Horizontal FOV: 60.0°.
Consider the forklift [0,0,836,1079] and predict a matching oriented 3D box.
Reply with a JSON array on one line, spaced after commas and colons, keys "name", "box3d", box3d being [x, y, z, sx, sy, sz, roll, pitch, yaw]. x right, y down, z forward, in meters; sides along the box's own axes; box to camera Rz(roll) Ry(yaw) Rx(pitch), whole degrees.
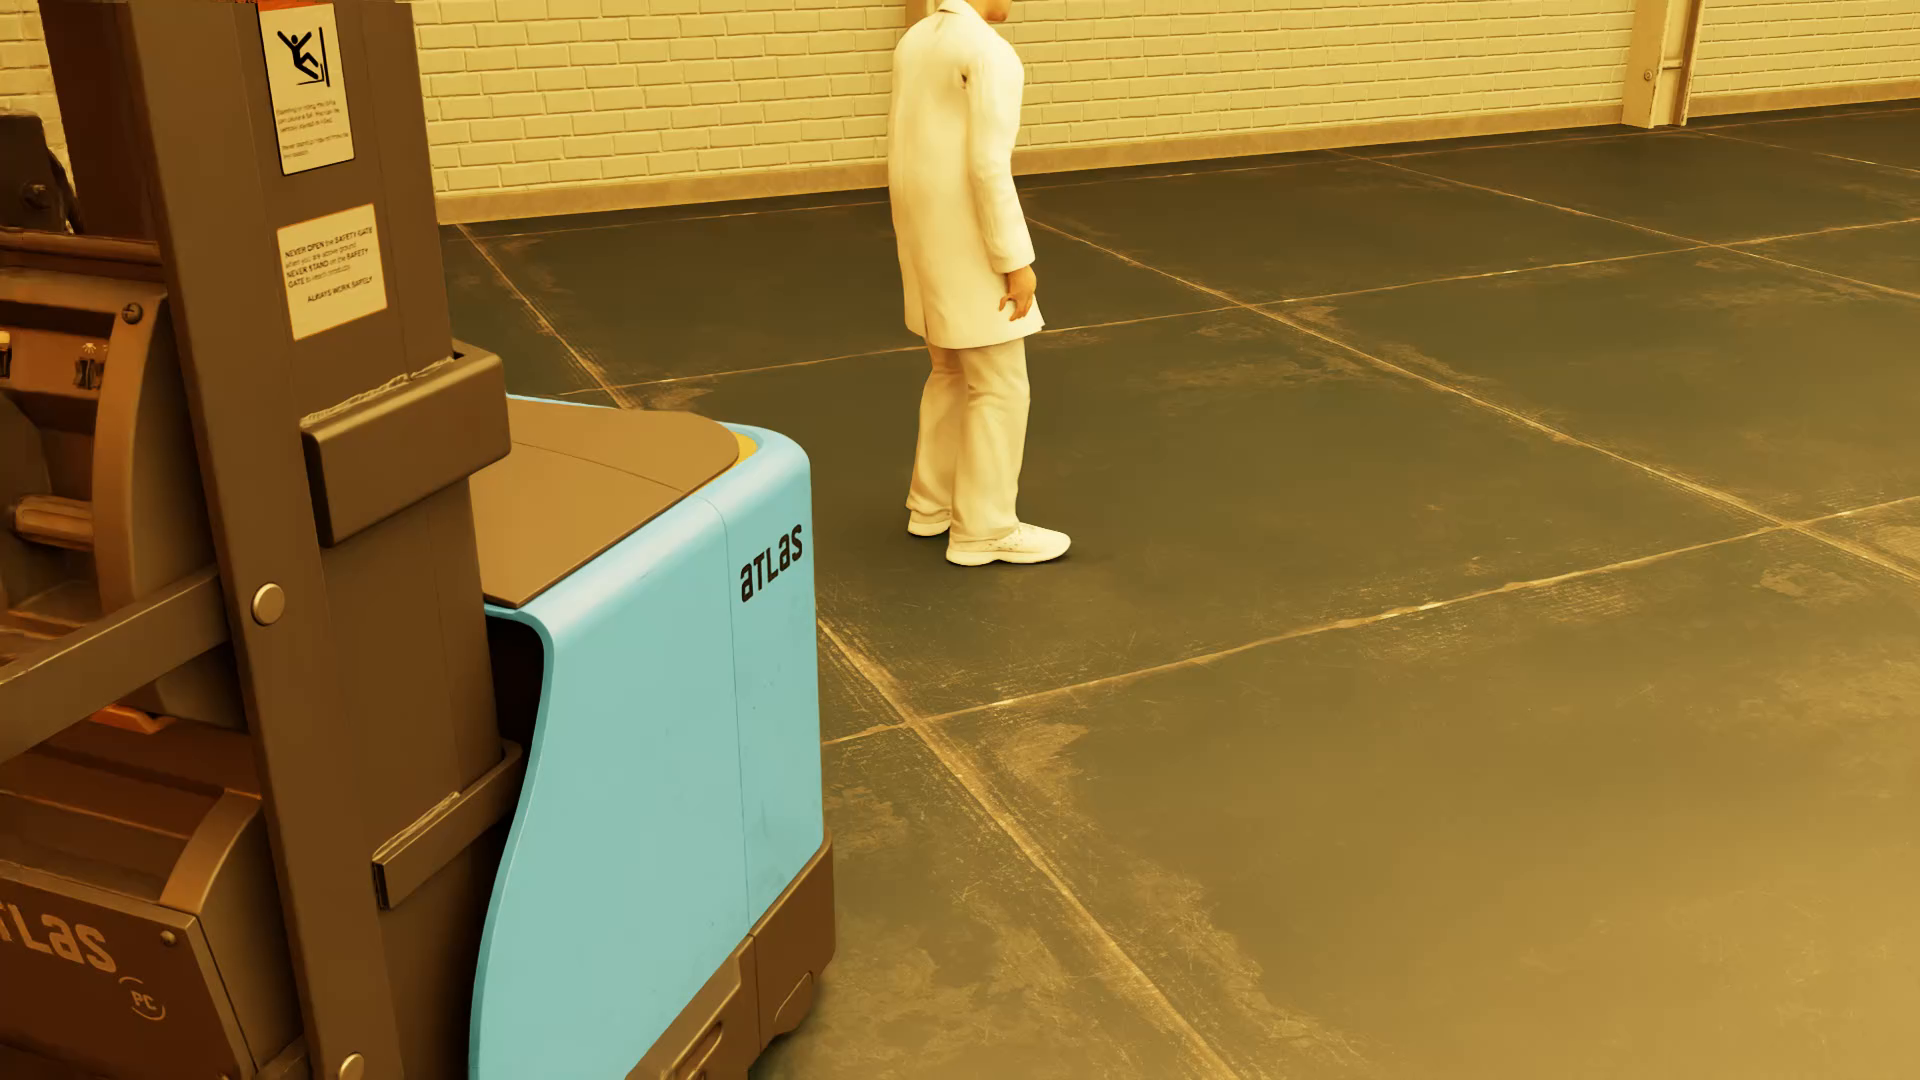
[{"name": "forklift", "box3d": [-1.241, -0.083, 1.487, 1.130, 2.935, 3.031, 9, 24, 20]}]

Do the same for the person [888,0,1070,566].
[{"name": "person", "box3d": [0.025, -0.827, 4.787, 0.431, 1.773, 0.644, -11, 25, -25]}]
